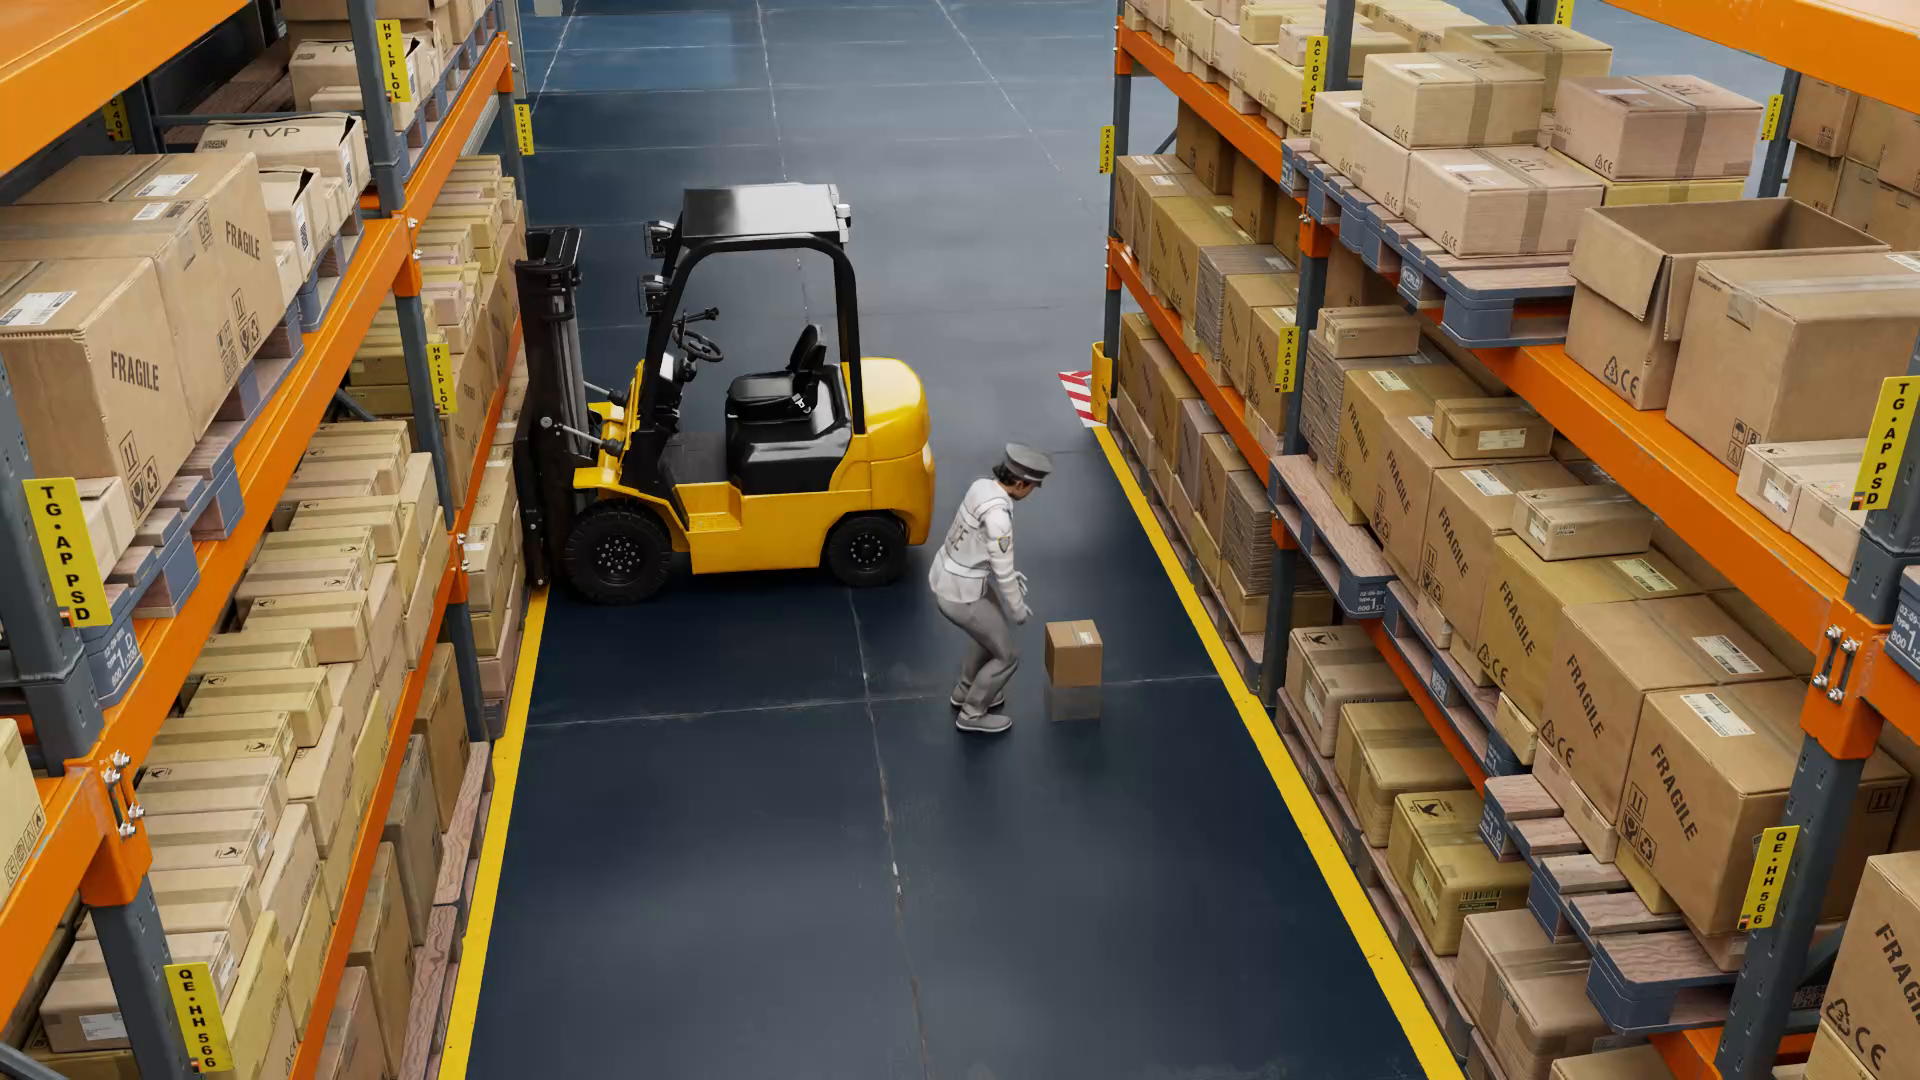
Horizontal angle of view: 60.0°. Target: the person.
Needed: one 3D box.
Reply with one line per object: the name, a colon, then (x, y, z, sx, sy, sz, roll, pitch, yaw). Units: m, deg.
person: (0.148, 0.232, 8.360, 0.613, 1.501, 0.529, -3, 28, -7)
